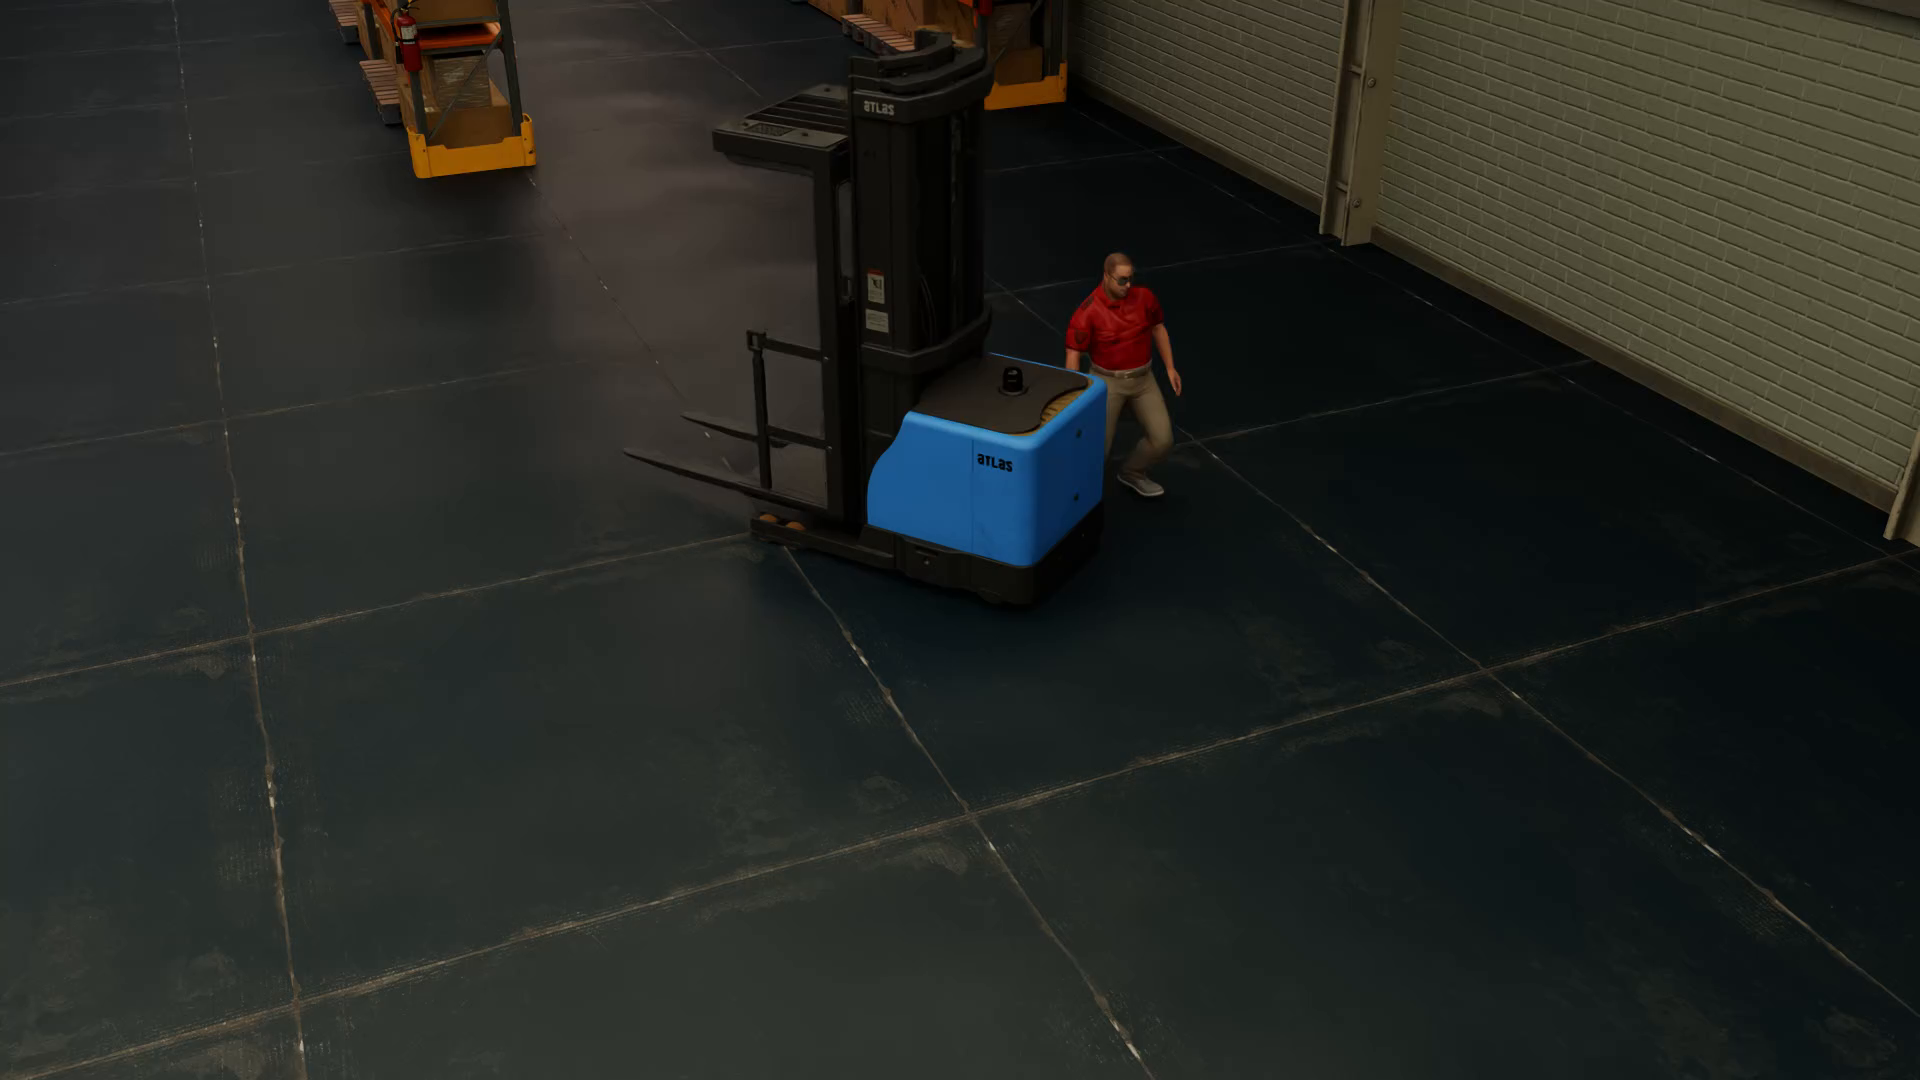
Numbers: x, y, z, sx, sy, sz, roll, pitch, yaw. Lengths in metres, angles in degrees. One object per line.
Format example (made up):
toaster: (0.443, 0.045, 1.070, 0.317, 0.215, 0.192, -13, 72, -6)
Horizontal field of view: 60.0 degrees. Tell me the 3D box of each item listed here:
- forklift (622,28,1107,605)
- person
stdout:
forklift: (-0.679, -1.424, 9.611, 3.031, 2.935, 1.130, 16, 33, 25)
person: (0.961, -0.938, 10.043, 0.767, 1.645, 0.448, -10, 31, -16)
